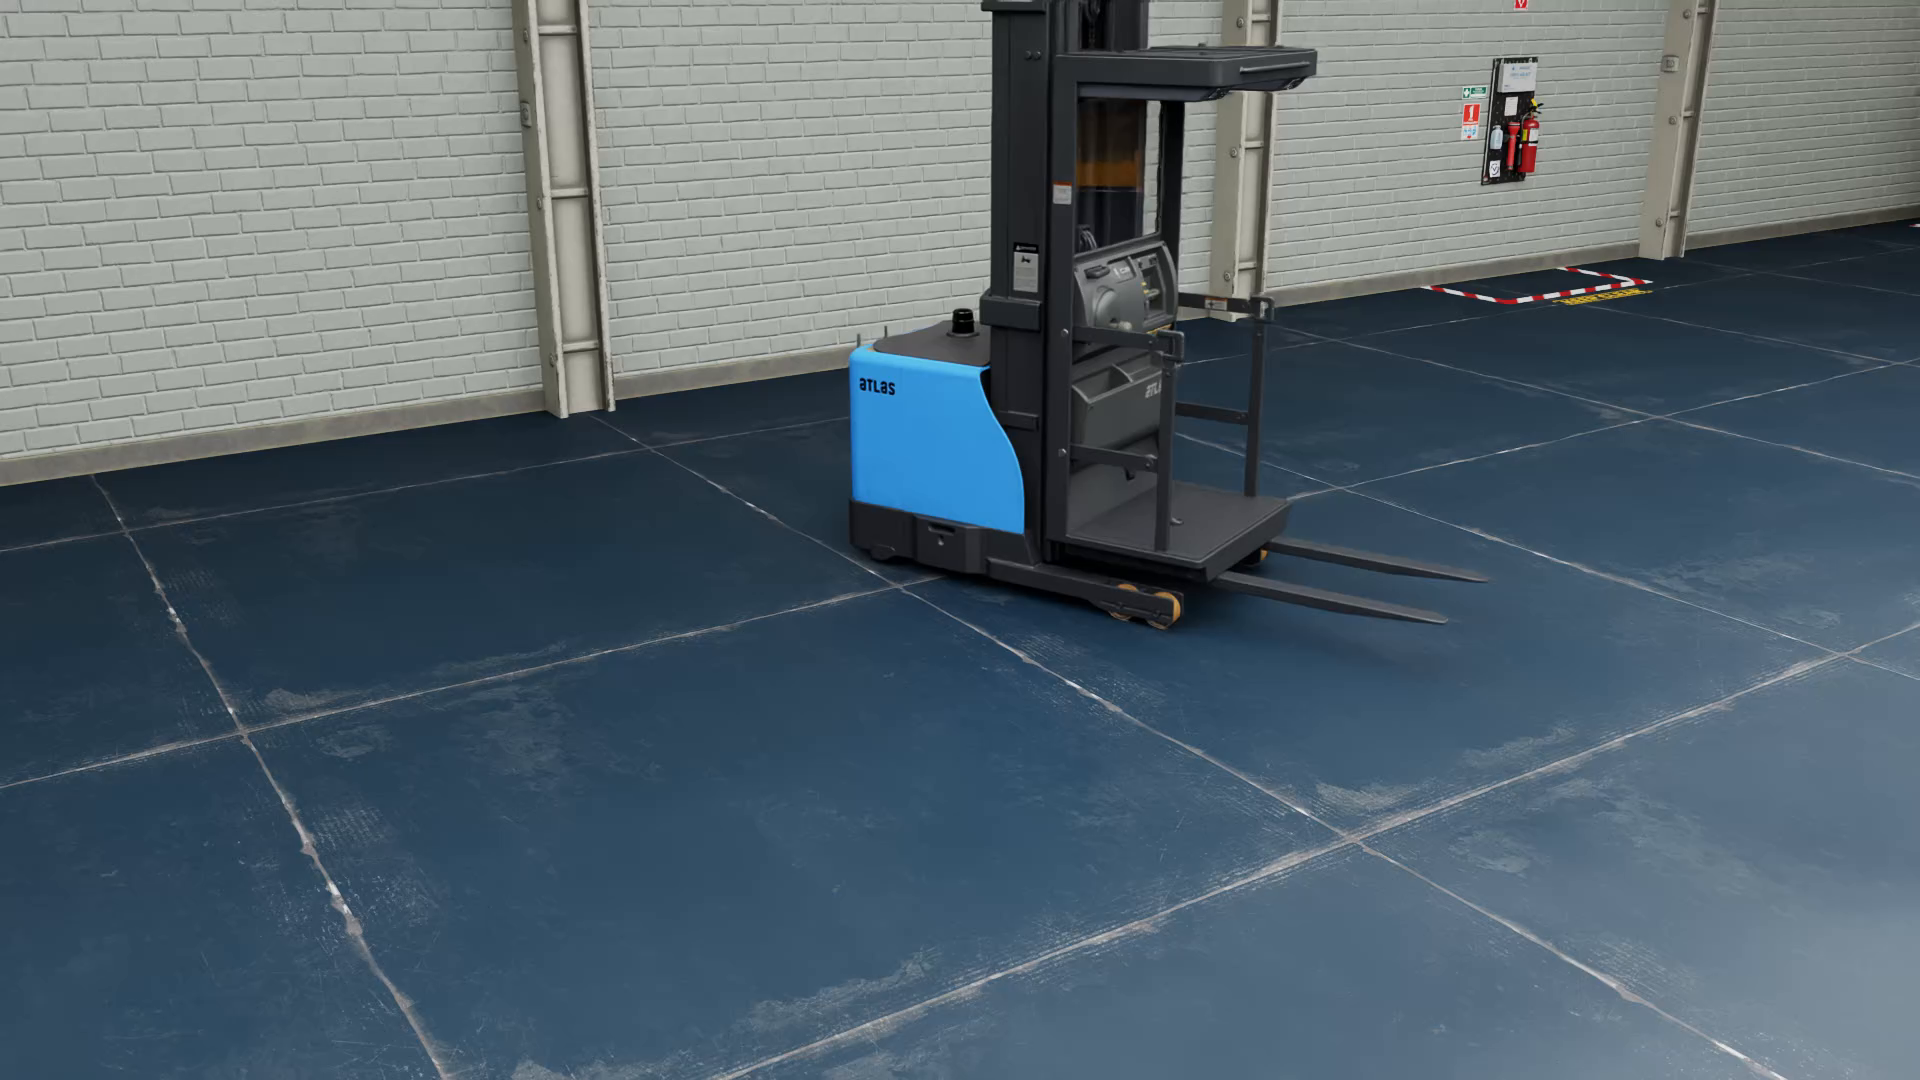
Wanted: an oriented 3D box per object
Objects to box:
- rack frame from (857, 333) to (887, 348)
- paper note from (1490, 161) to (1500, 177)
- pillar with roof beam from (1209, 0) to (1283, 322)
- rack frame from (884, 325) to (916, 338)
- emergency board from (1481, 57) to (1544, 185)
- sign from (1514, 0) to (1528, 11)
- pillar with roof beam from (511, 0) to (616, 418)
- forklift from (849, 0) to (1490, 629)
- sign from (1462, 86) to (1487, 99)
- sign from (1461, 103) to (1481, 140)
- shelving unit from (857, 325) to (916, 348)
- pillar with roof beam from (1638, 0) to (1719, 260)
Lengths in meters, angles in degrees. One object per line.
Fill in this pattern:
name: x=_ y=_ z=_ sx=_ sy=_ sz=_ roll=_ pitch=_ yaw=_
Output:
rack frame: x=-0.450 y=-0.560 z=8.761 sx=0.200 sy=1.050 sz=0.008 roll=12 pitch=22 yaw=31
paper note: x=5.151 y=-3.572 z=16.002 sx=0.142 sy=0.148 sz=0.016 roll=-12 pitch=22 yaw=-31
pillar with roof beam: x=4.778 y=-5.061 z=9.663 sx=0.400 sy=9.000 sz=9.100 roll=-12 pitch=22 yaw=-31
rack frame: x=-0.317 y=-0.625 z=8.955 sx=0.200 sy=1.050 sz=0.008 roll=12 pitch=22 yaw=31
emergency board: x=5.337 y=-4.002 z=15.899 sx=0.643 sy=1.169 sz=0.194 roll=-12 pitch=22 yaw=-31
sign: x=5.275 y=-5.125 z=15.602 sx=0.199 sy=0.298 sz=0.001 roll=-12 pitch=22 yaw=-31
pillar with roof beam: x=-0.233 y=-4.004 z=6.537 sx=0.400 sy=9.000 sz=9.100 roll=-12 pitch=22 yaw=-31
forklift: x=0.954 y=-1.179 z=7.657 sx=3.031 sy=2.935 sz=1.130 roll=12 pitch=22 yaw=31
sign: x=4.827 y=-4.199 z=15.597 sx=0.331 sy=0.109 sz=0.001 roll=-12 pitch=22 yaw=-31
sign: x=4.818 y=-3.949 z=15.687 sx=0.234 sy=0.329 sz=0.001 roll=-12 pitch=22 yaw=-31
shelving unit: x=-0.383 y=-0.592 z=8.858 sx=0.215 sy=1.050 sz=0.252 roll=12 pitch=22 yaw=31
pillar with roof beam: x=9.789 y=-6.118 z=12.789 sx=0.400 sy=9.000 sz=9.100 roll=-12 pitch=22 yaw=-31
